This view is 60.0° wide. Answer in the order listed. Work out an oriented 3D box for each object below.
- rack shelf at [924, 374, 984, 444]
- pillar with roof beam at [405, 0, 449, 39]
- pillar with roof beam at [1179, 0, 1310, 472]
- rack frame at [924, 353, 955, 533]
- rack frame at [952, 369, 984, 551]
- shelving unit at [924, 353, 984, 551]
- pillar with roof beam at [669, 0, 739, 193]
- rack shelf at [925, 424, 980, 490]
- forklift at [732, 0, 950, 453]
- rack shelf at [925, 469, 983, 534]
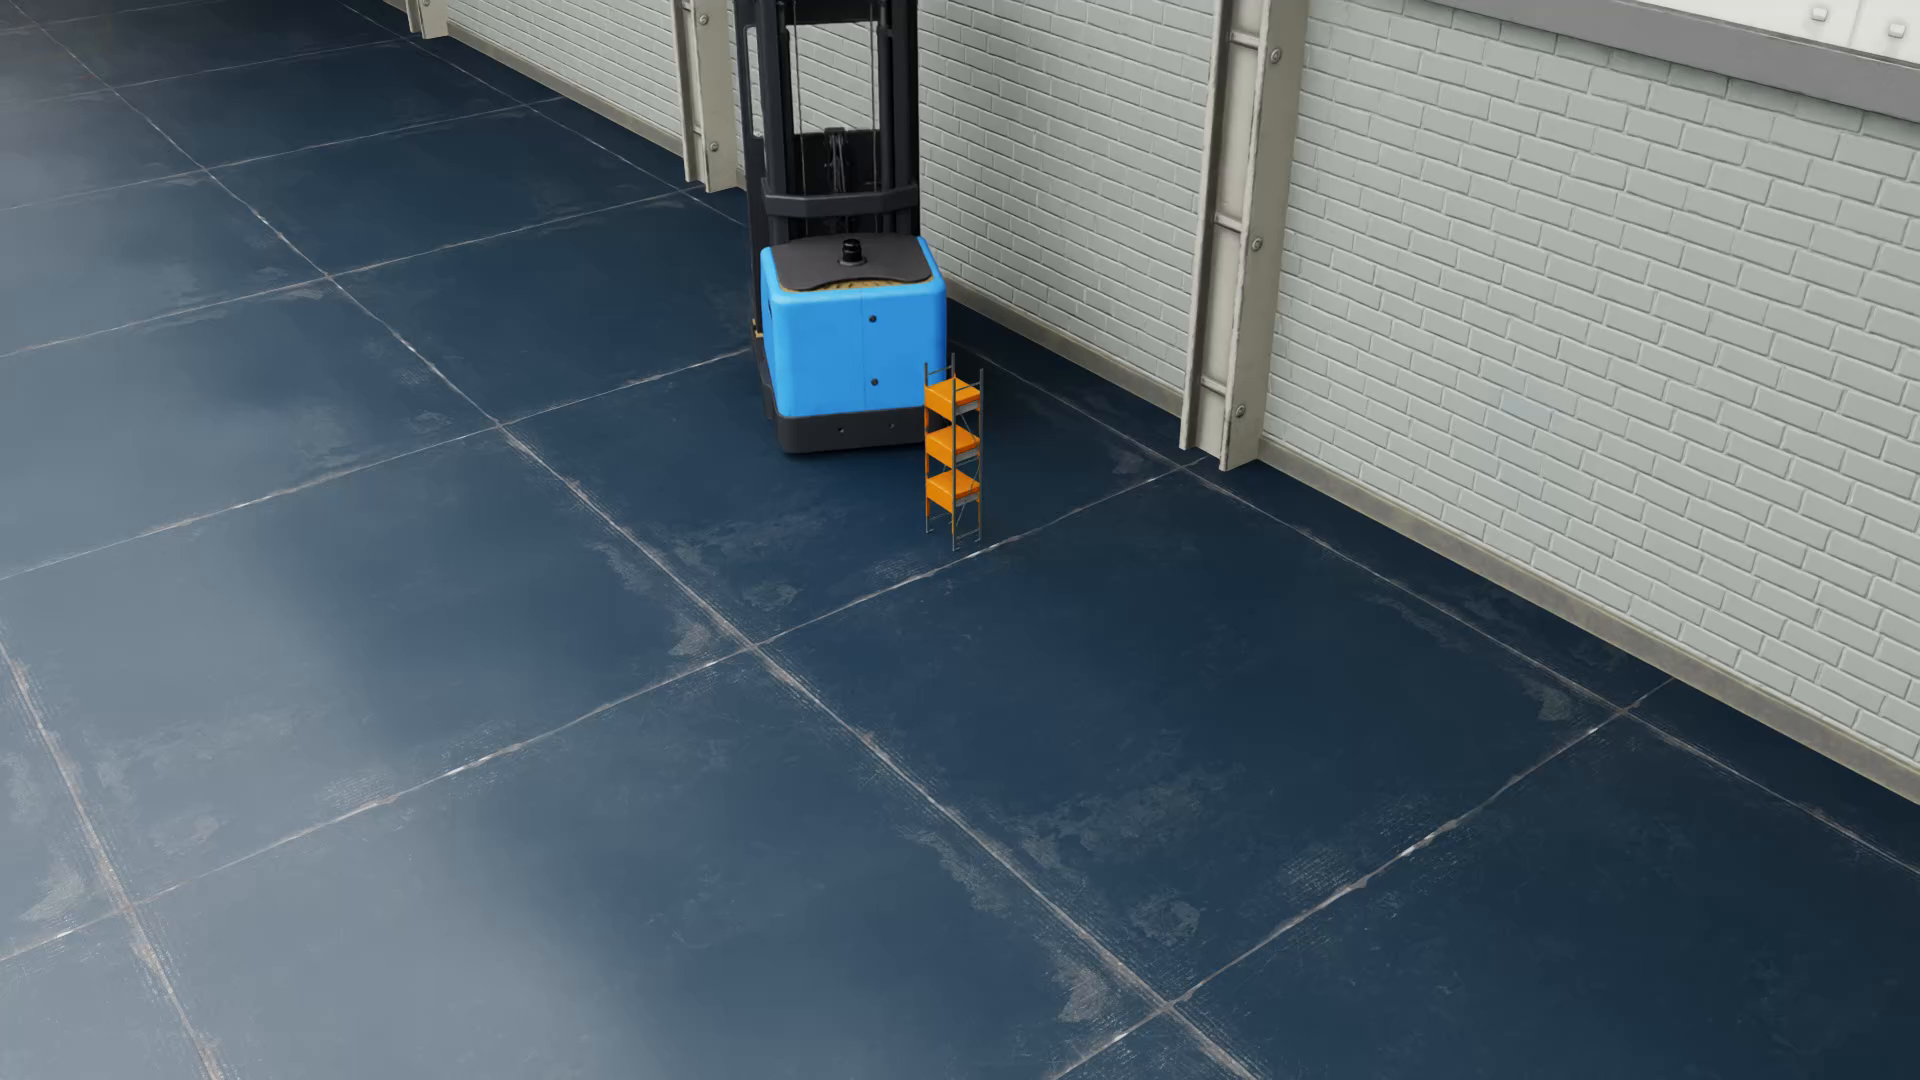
[{"bbox_3d":[-0.033,-0.700,8.865,0.215,0.259,0.240,-22,38,-31],"label":"rack shelf"},{"bbox_3d":[-9.181,-7.969,13.551,9.100,9.000,0.400,-22,38,-31],"label":"pillar with roof beam"},{"bbox_3d":[-1.823,-2.968,5.499,9.100,9.000,0.400,-22,38,-31],"label":"pillar with roof beam"},{"bbox_3d":[-0.108,-0.519,9.091,0.200,1.050,0.008,-22,38,-31],"label":"rack frame"},{"bbox_3d":[0.042,-0.417,8.927,0.200,1.050,0.008,-22,38,-31],"label":"rack frame"},{"bbox_3d":[-0.033,-0.468,9.009,0.215,1.050,0.252,-22,38,-31],"label":"shelving unit"},{"bbox_3d":[-5.502,-5.468,9.525,9.100,9.000,0.400,-22,38,-31],"label":"pillar with roof beam"},{"bbox_3d":[-0.033,-0.459,9.014,0.215,0.259,0.240,-22,38,-31],"label":"rack shelf"},{"bbox_3d":[-0.842,-2.528,10.542,1.130,2.935,3.031,-6,32,-9],"label":"forklift"},{"bbox_3d":[-0.033,-0.223,9.161,0.215,0.259,0.240,-22,38,-31],"label":"rack shelf"}]
